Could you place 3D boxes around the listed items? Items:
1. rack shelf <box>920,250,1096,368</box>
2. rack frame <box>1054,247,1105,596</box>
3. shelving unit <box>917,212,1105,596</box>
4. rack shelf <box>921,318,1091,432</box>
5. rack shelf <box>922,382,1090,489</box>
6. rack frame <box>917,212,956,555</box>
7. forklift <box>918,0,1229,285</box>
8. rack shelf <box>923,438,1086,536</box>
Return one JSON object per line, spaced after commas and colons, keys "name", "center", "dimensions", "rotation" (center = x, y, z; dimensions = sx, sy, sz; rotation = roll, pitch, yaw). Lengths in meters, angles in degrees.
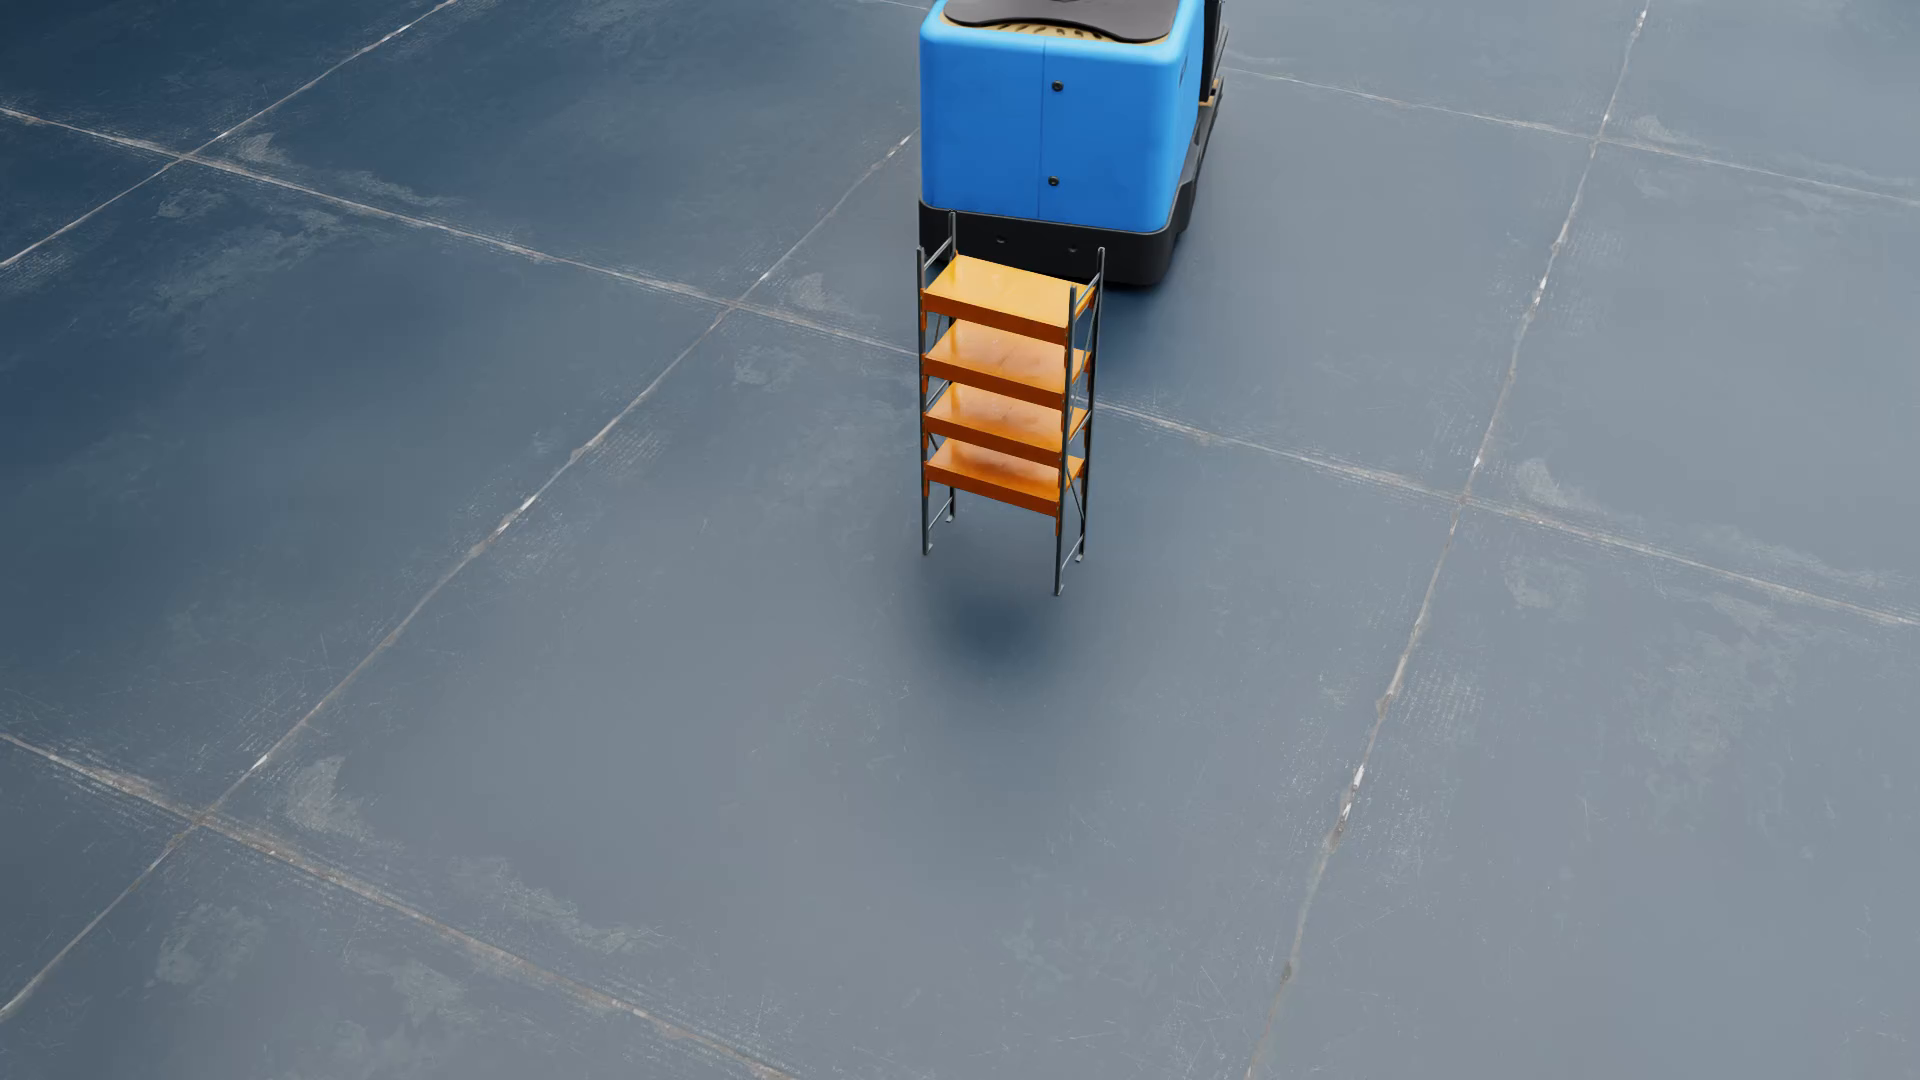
{"name": "rack shelf", "center": [0.150, -0.705, 5.047], "dimensions": [0.480, 0.148, 0.258], "rotation": [17, 44, 19]}
{"name": "rack frame", "center": [0.371, -0.340, 5.226], "dimensions": [0.015, 1.200, 0.240], "rotation": [17, 44, 19]}
{"name": "shelving unit", "center": [0.150, -0.408, 5.304], "dimensions": [0.503, 1.200, 0.258], "rotation": [17, 44, 19]}
{"name": "rack shelf", "center": [0.150, -0.526, 5.202], "dimensions": [0.480, 0.148, 0.258], "rotation": [17, 44, 19]}
{"name": "rack shelf", "center": [0.150, -0.357, 5.348], "dimensions": [0.480, 0.148, 0.258], "rotation": [17, 44, 19]}
{"name": "rack frame", "center": [-0.071, -0.475, 5.382], "dimensions": [0.015, 1.200, 0.240], "rotation": [17, 44, 19]}
{"name": "forklift", "center": [0.673, -3.132, 7.126], "dimensions": [1.130, 2.935, 3.031], "rotation": [9, 42, 10]}
{"name": "rack shelf", "center": [0.150, -0.207, 5.478], "dimensions": [0.480, 0.148, 0.258], "rotation": [17, 44, 19]}
